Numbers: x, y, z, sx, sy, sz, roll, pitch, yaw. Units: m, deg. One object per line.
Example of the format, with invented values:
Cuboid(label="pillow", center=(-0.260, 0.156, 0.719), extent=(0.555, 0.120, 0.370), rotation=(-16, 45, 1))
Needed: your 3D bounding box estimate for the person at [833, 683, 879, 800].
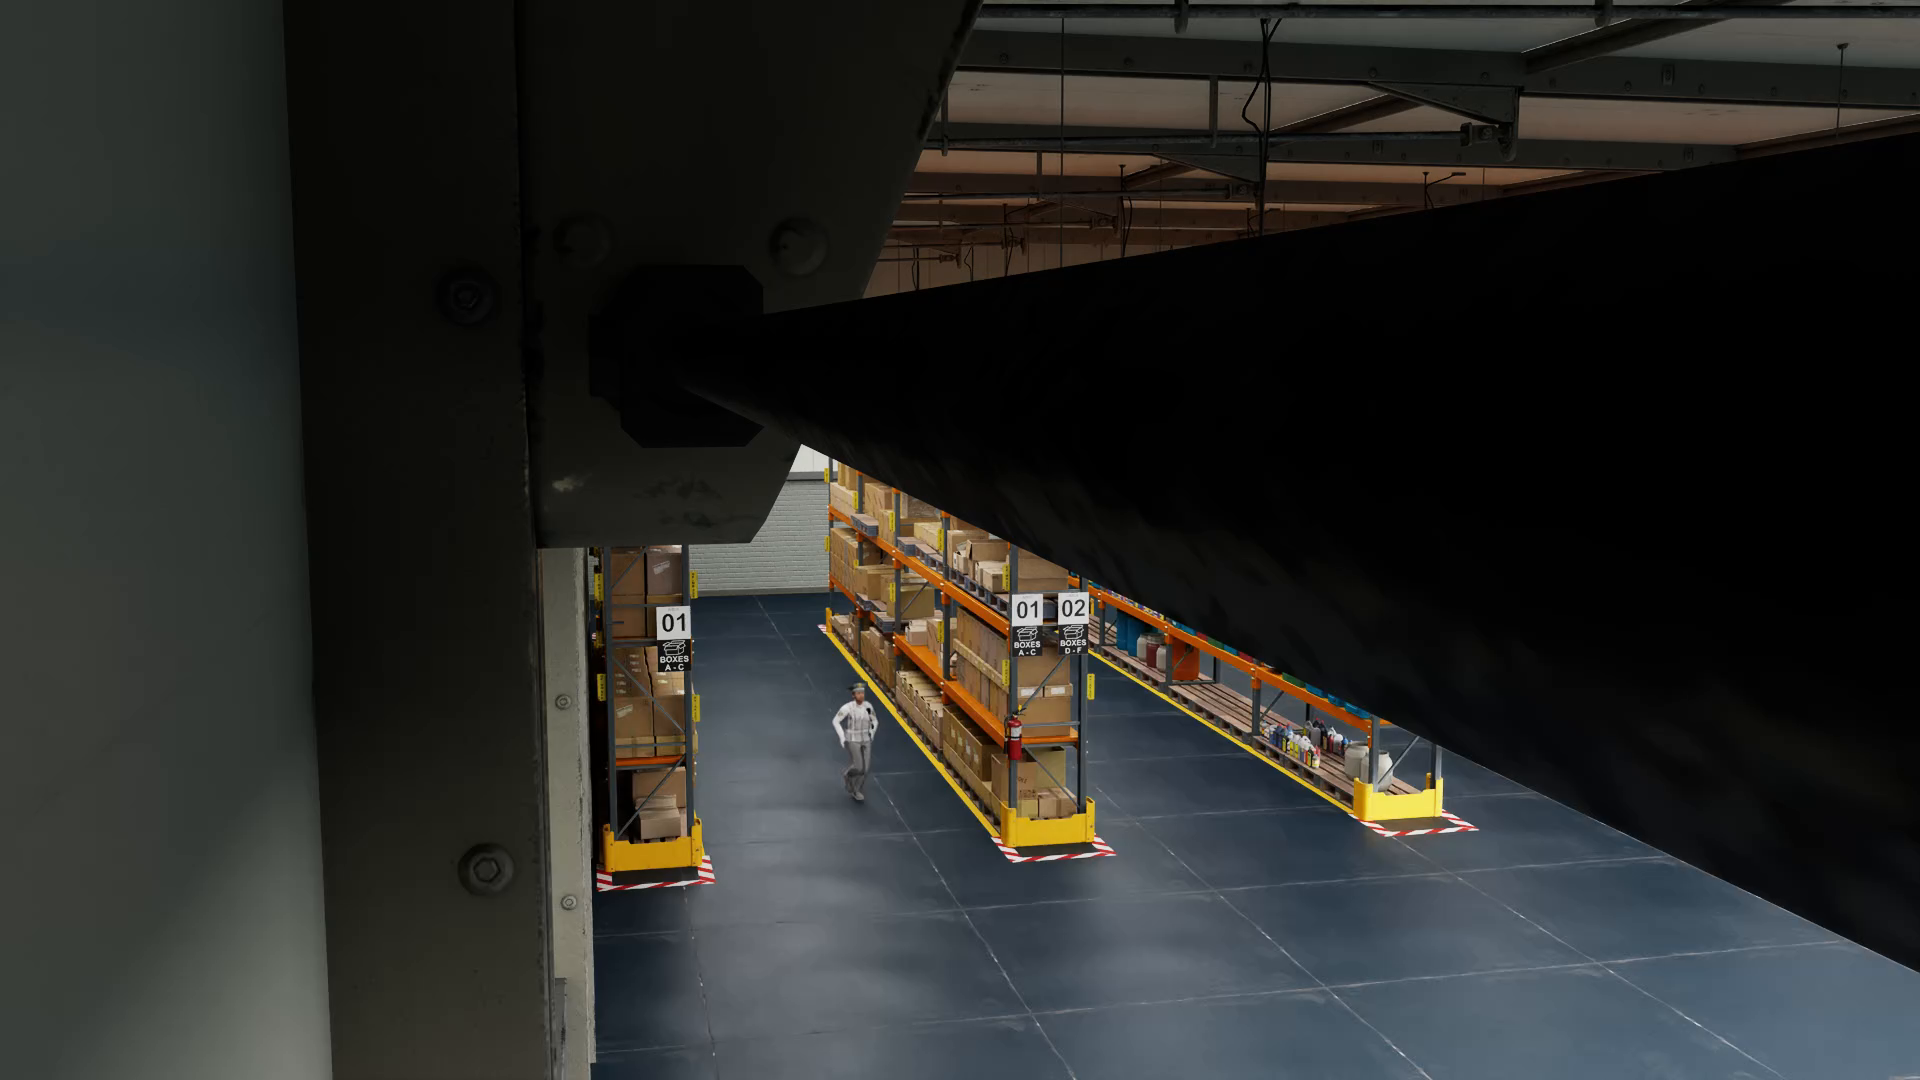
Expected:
Cuboid(label="person", center=(-1.385, 2.784, 22.938), extent=(0.615, 1.658, 0.541), rotation=(-3, 8, -27))
